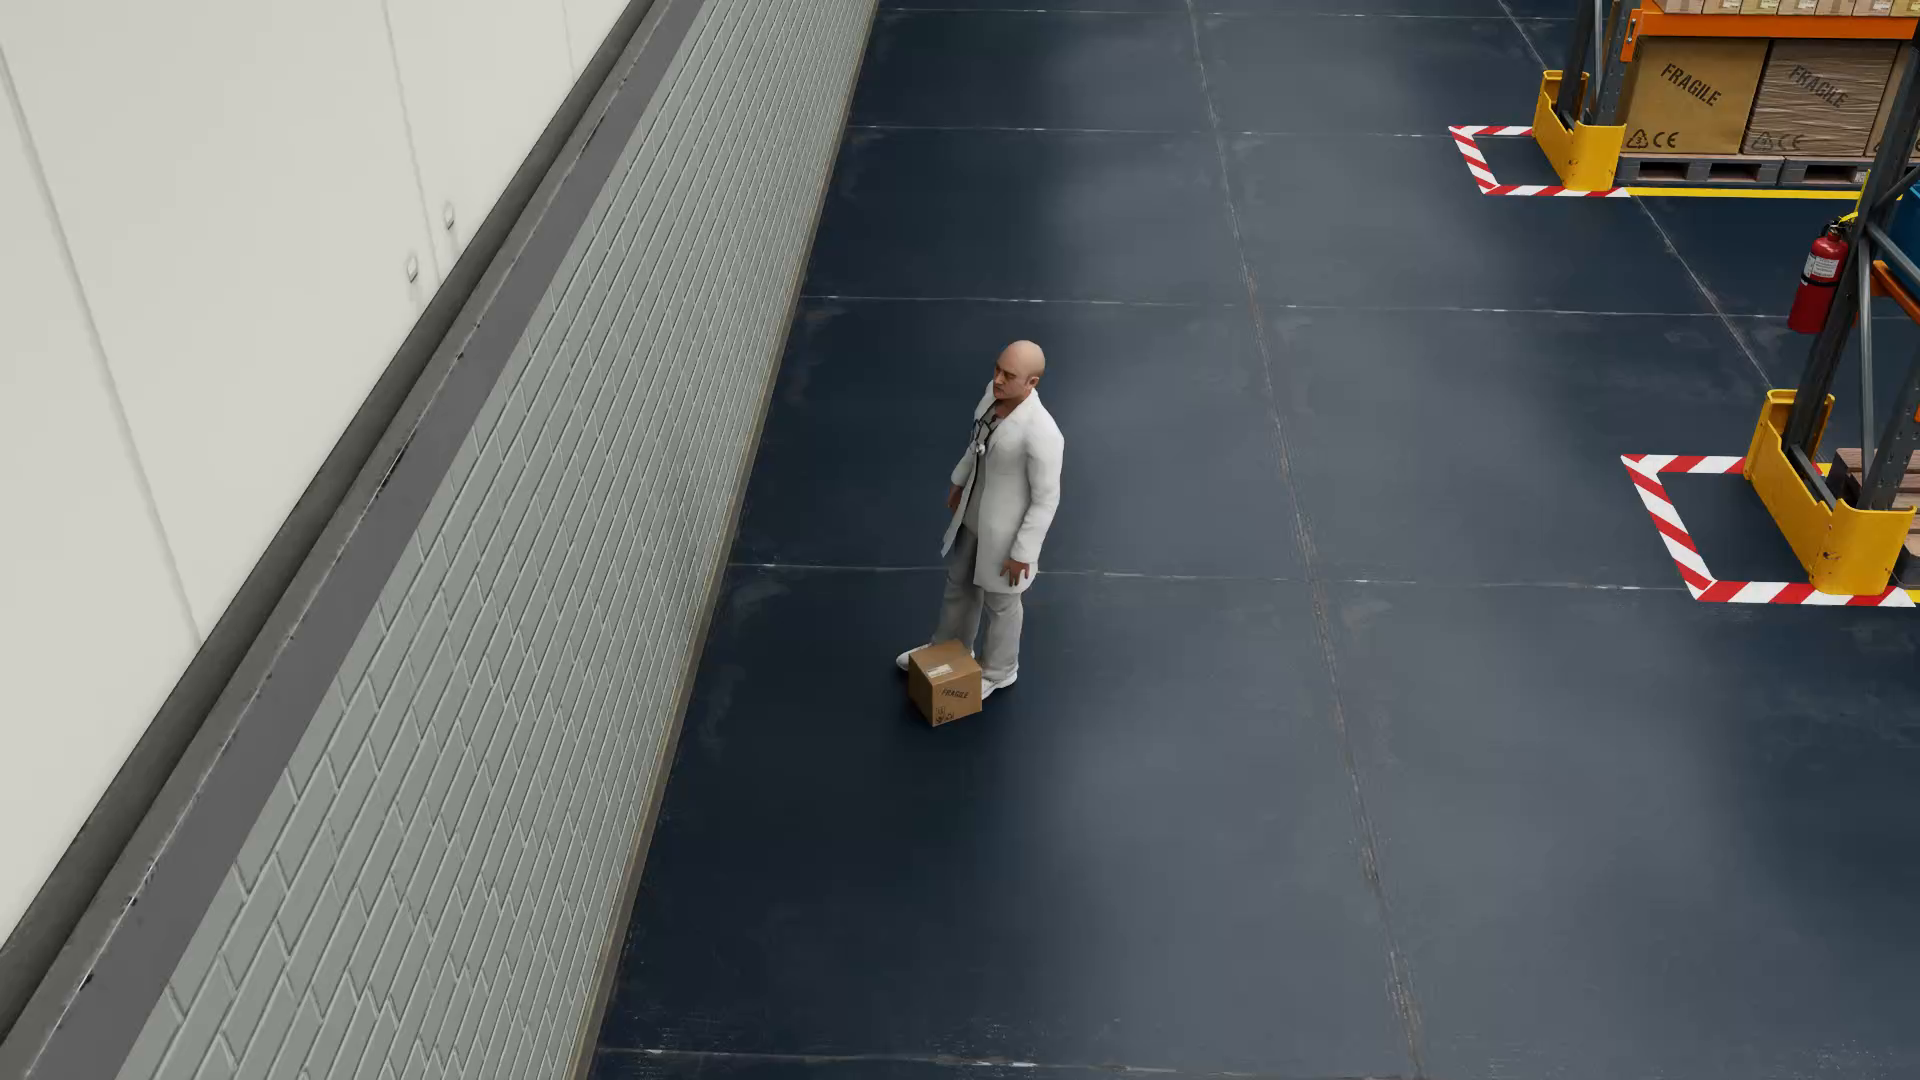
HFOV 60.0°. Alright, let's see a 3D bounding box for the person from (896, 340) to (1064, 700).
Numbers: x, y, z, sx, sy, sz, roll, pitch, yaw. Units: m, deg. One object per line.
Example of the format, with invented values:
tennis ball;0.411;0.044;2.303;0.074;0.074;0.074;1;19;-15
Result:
person;0.085;-0.010;7.212;0.580;1.683;0.694;-16;38;-21
